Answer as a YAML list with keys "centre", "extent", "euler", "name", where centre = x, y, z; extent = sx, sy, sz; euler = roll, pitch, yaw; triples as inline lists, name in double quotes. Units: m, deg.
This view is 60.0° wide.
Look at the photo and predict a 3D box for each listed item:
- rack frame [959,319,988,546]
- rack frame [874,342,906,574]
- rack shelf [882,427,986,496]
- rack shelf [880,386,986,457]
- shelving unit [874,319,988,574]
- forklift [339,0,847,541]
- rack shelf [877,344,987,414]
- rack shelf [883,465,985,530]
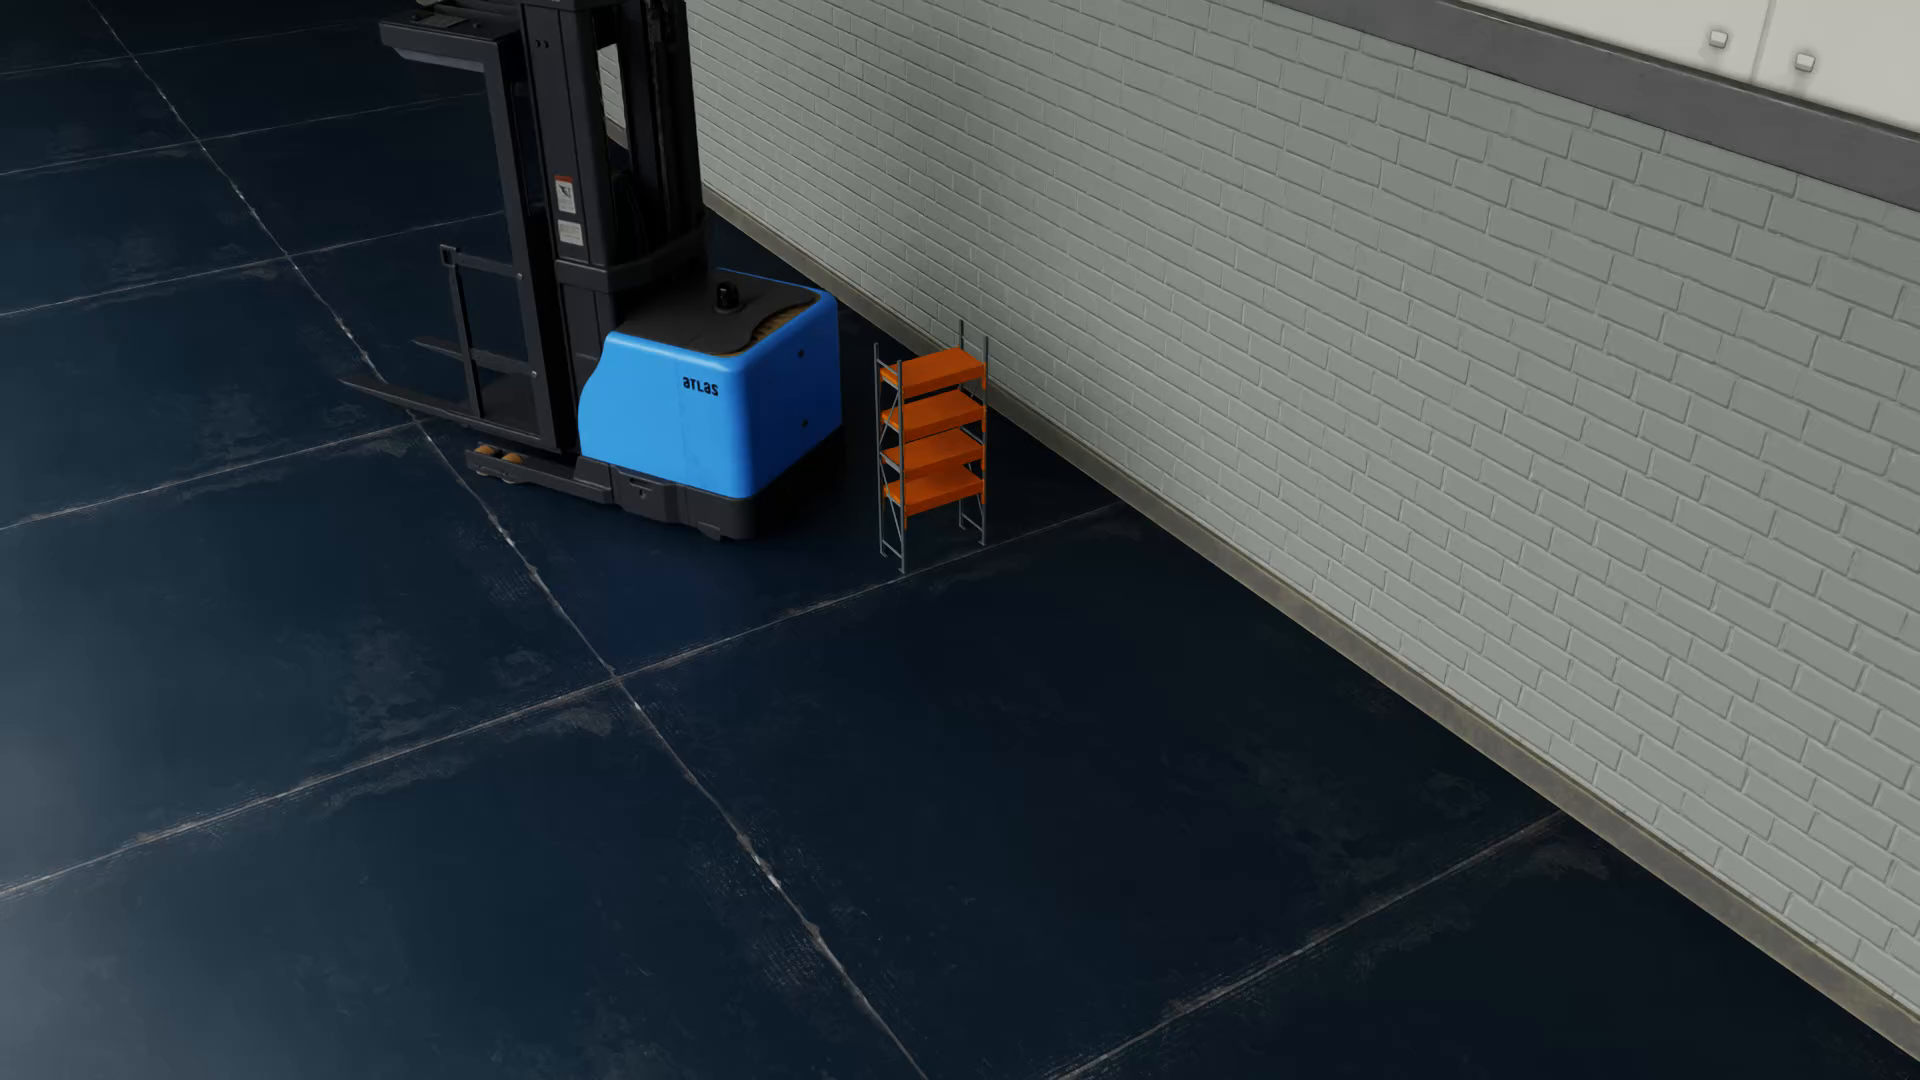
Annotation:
- centre: [0.066, -0.530, 8.466]
  extent: [0.015, 1.200, 0.240]
  euler: [-19, 37, -27]
  name: "rack frame"
- centre: [-0.344, -0.389, 8.242]
  extent: [0.015, 1.200, 0.240]
  euler: [-19, 37, -27]
  name: "rack frame"
- centre: [-0.139, -0.403, 8.390]
  extent: [0.480, 0.148, 0.258]
  euler: [-19, 37, -27]
  name: "rack shelf"
- centre: [-0.139, -0.592, 8.271]
  extent: [0.480, 0.148, 0.258]
  euler: [-19, 37, -27]
  name: "rack shelf"
- centre: [-0.139, -0.460, 8.354]
  extent: [0.503, 1.200, 0.258]
  euler: [-19, 37, -27]
  name: "shelving unit"
- centre: [-2.183, -1.783, 8.829]
  extent: [3.031, 2.935, 1.130]
  euler: [16, 35, 23]
  name: "forklift"
- centre: [-0.139, -0.792, 8.144]
  extent: [0.480, 0.148, 0.258]
  euler: [-19, 37, -27]
  name: "rack shelf"
- centre: [-0.139, -0.235, 8.496]
  extent: [0.480, 0.148, 0.258]
  euler: [-19, 37, -27]
  name: "rack shelf"
